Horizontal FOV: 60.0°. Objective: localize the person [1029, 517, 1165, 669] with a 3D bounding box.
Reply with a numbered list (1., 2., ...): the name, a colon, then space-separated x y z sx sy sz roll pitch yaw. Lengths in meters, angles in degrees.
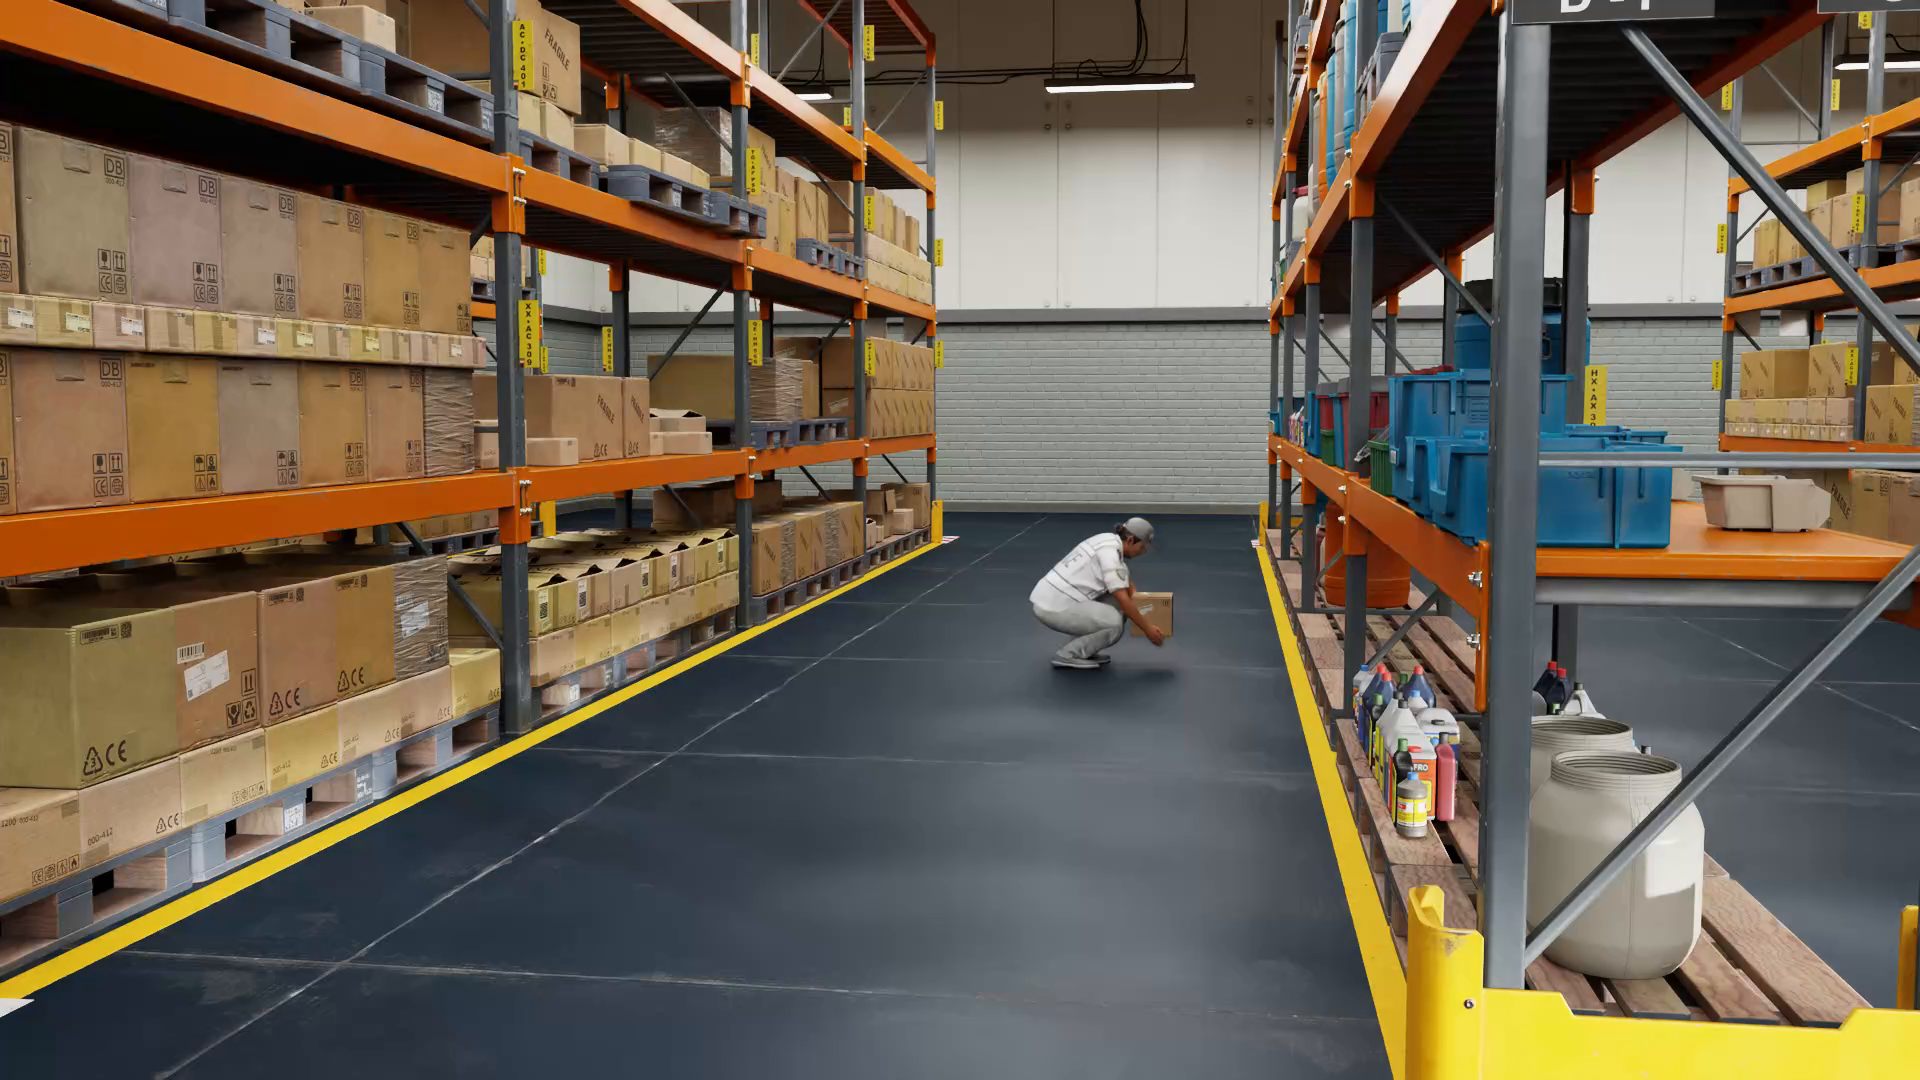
1. person: 0.863 0.329 10.434 0.844 0.940 0.515 1 5 8
